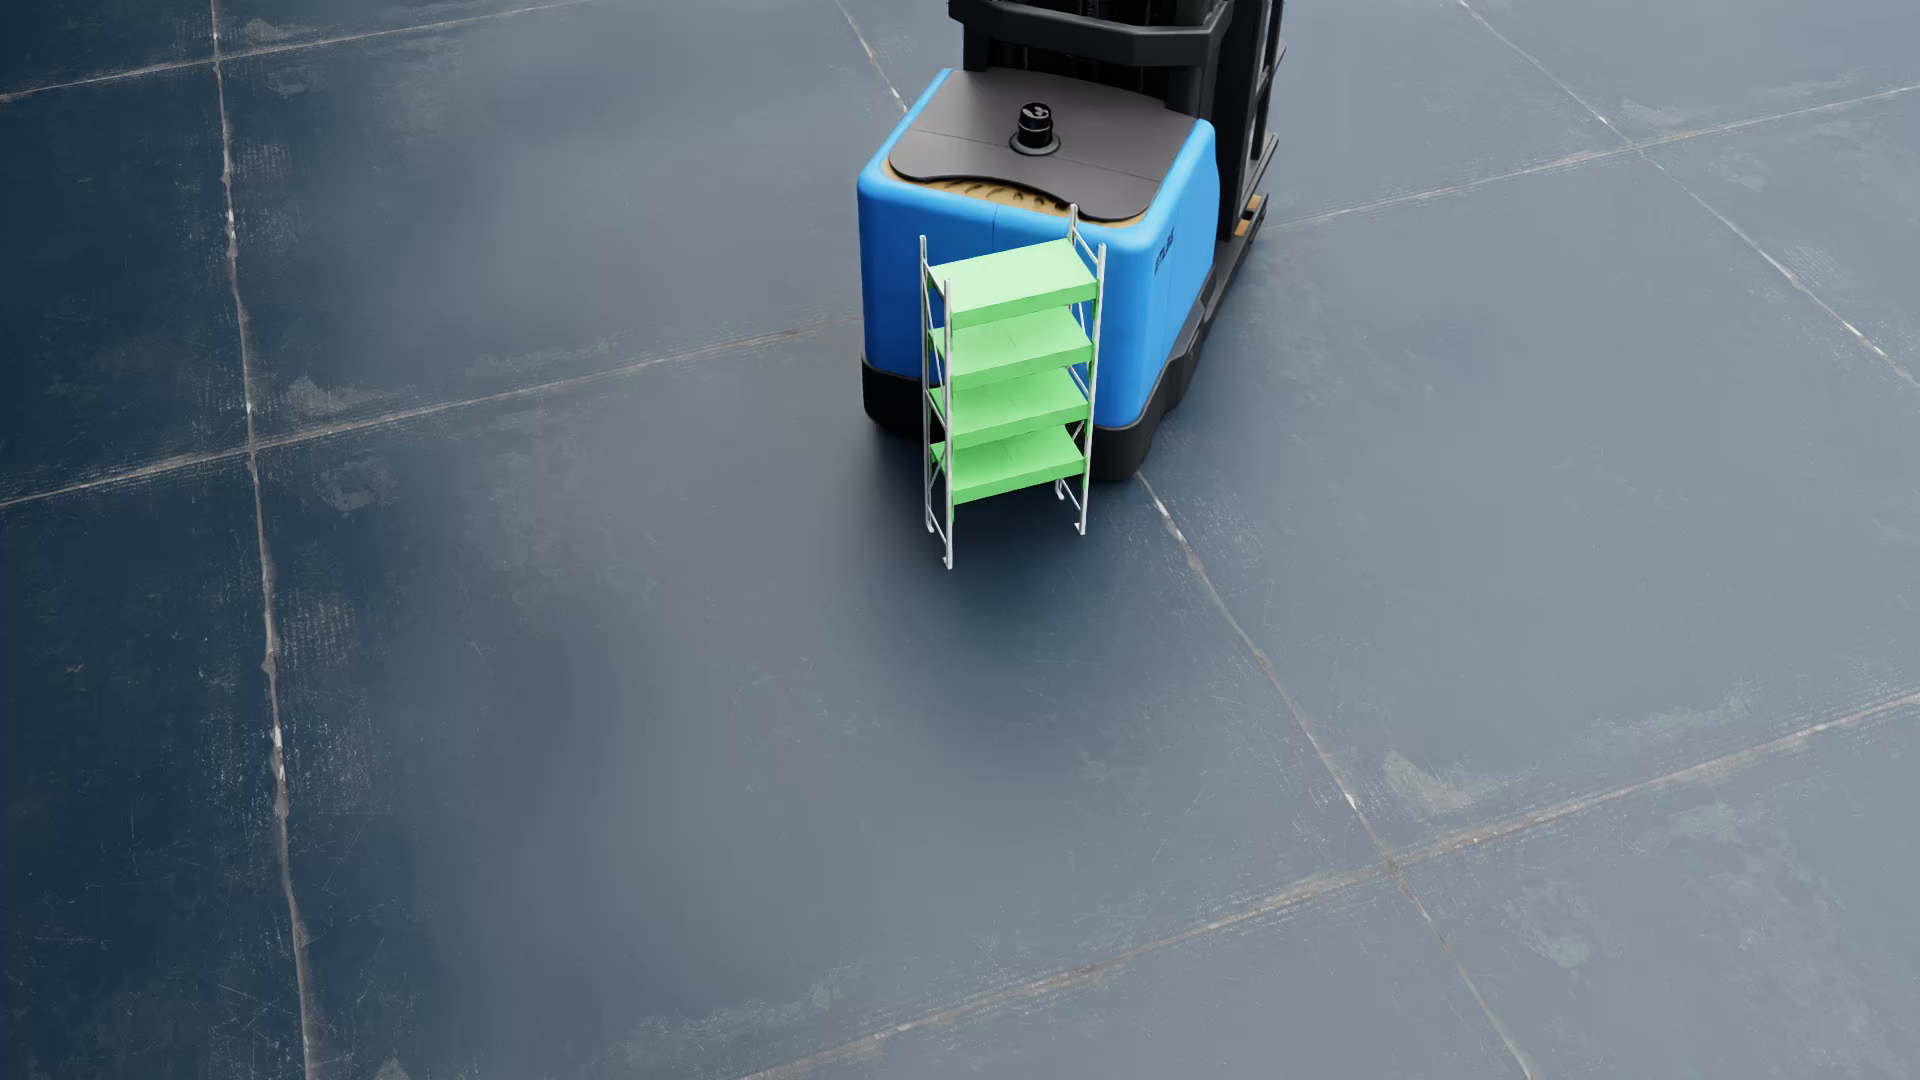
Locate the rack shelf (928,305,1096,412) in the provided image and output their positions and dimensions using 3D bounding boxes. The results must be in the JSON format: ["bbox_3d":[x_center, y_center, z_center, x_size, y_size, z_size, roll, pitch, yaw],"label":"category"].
[{"bbox_3d":[0.156,-0.588,5.240,0.480,0.148,0.258,-14,47,-14],"label":"rack shelf"}]

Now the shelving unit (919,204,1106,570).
[{"bbox_3d":[0.156,-0.463,5.365,0.503,1.200,0.258,-14,47,-14],"label":"shelving unit"}]

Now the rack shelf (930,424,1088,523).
[{"bbox_3d":[0.156,-0.249,5.580,0.480,0.148,0.258,-14,47,-14],"label":"rack shelf"}]

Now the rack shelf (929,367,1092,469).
[{"bbox_3d":[0.156,-0.418,5.410,0.480,0.148,0.258,-14,47,-14],"label":"rack shelf"}]

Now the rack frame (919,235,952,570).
[{"bbox_3d":[-0.074,-0.405,5.306,0.015,1.200,0.240,-14,47,-14],"label":"rack frame"}]

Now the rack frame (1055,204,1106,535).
[{"bbox_3d":[0.385,-0.522,5.423,0.015,1.200,0.240,-14,47,-14],"label":"rack frame"}]

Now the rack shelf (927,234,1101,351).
[{"bbox_3d":[0.156,-0.757,5.070,0.480,0.148,0.258,-14,47,-14],"label":"rack shelf"}]

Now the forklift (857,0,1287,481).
[{"bbox_3d":[0.655,-2.302,5.975,1.130,2.935,3.031,16,47,15],"label":"forklift"}]
